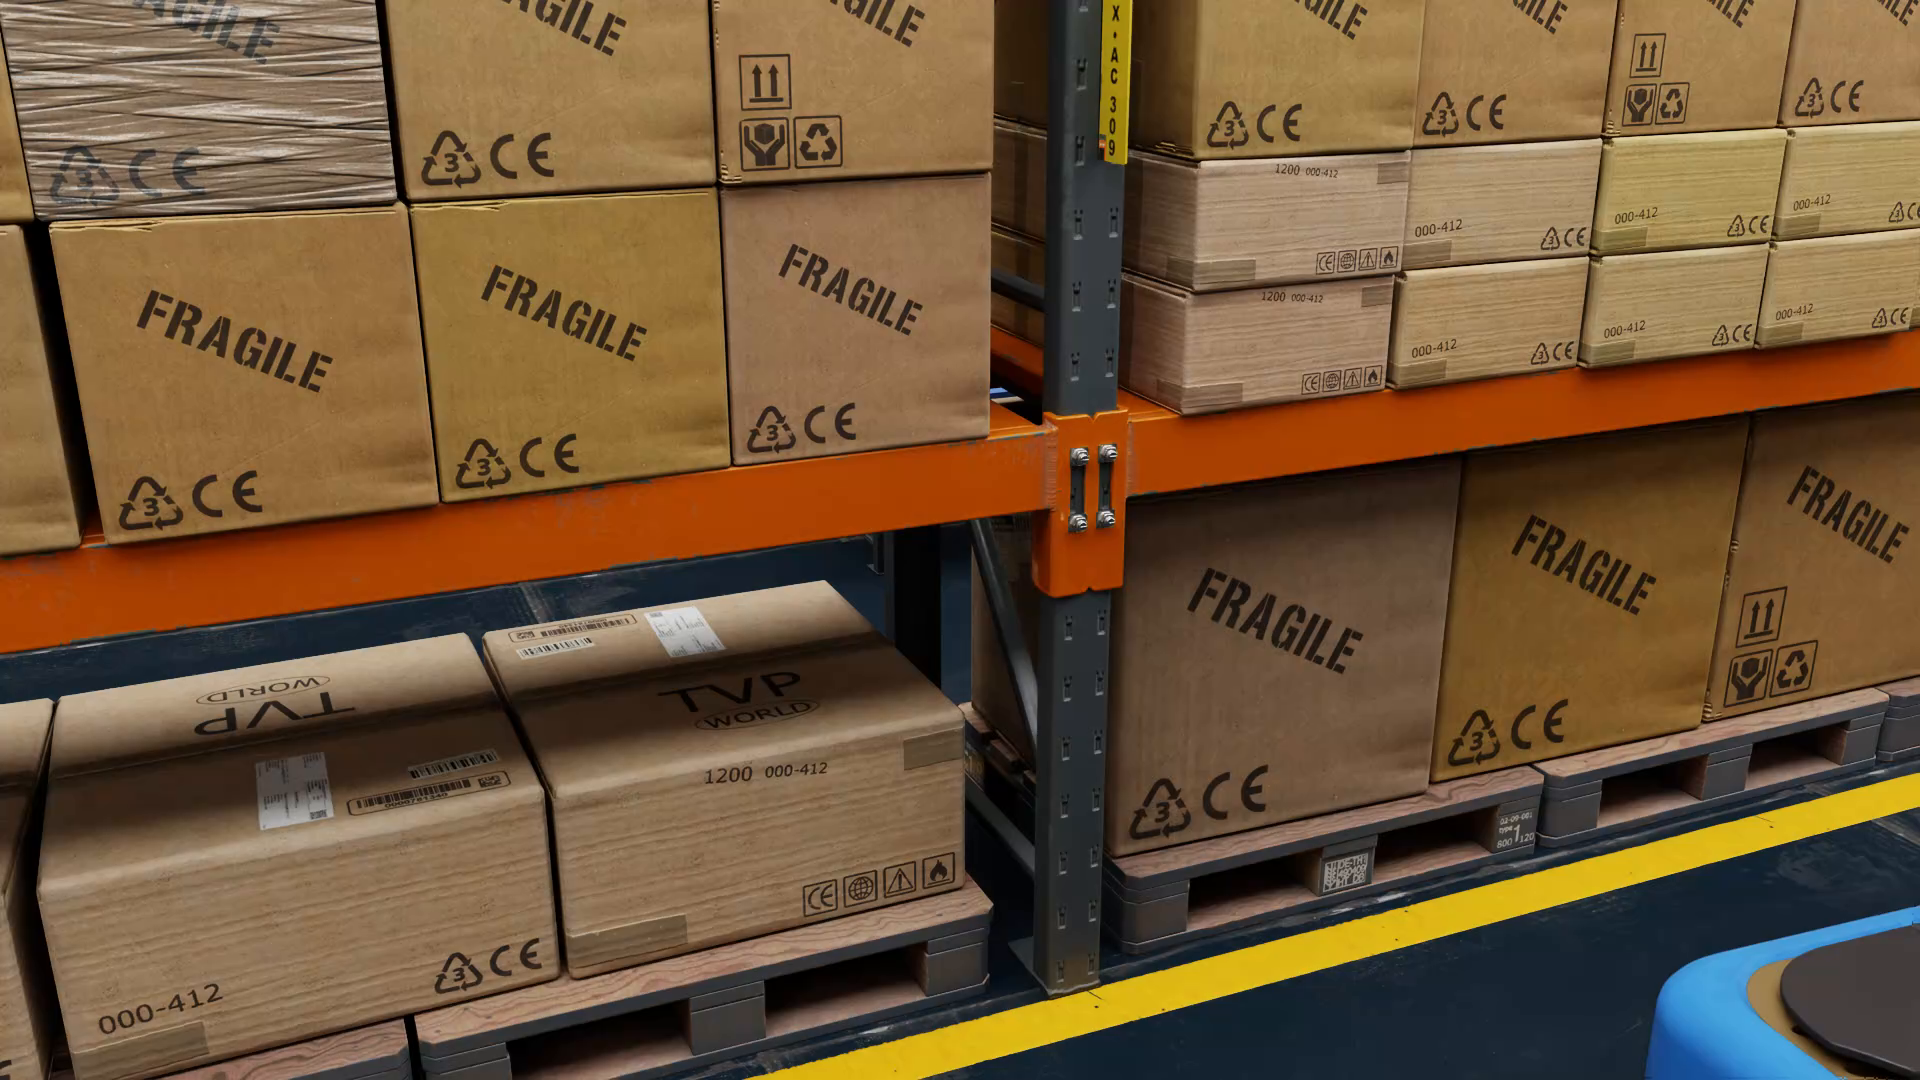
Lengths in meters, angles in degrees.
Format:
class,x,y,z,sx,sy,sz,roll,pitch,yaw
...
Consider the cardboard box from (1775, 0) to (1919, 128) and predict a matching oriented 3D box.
class,x,y,z,sx,sy,sz,roll,pitch,yaw
cardboard box,1.964,-1.264,3.939,0.500,0.500,0.500,-9,21,-23

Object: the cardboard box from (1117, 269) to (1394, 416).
class,x,y,z,sx,sy,sz,roll,pitch,yaw
cardboard box,0.565,-0.471,3.569,0.500,0.250,0.500,-9,21,-23

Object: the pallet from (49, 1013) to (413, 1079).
class,x,y,z,sx,sy,sz,roll,pitch,yaw
pallet,-1.795,0.989,3.395,1.213,0.211,1.003,-8,21,-22

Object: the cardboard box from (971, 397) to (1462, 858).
class,x,y,z,sx,sy,sz,roll,pitch,yaw
cardboard box,0.594,0.134,4.192,0.875,0.875,0.875,-7,21,-20

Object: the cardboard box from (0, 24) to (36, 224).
class,x,y,z,sx,sy,sz,roll,pitch,yaw
cardboard box,-1.664,-0.739,2.449,0.500,0.500,0.500,-8,21,-22

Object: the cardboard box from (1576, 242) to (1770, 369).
class,x,y,z,sx,sy,sz,roll,pitch,yaw
cardboard box,1.516,-0.602,3.941,0.500,0.250,0.500,-8,21,-22

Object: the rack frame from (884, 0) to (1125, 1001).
class,x,y,z,sx,sy,sz,roll,pitch,yaw
rack frame,0.056,-0.564,3.608,0.127,3.000,1.000,-8,21,-22

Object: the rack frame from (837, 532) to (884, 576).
class,x,y,z,sx,sy,sz,roll,pitch,yaw
rack frame,-0.388,-0.652,6.115,0.032,1.500,0.500,-8,21,-22

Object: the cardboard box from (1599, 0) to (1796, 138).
class,x,y,z,sx,sy,sz,roll,pitch,yaw
cardboard box,1.492,-1.194,3.740,0.500,0.500,0.500,-9,21,-23

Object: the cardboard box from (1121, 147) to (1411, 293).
class,x,y,z,sx,sy,sz,roll,pitch,yaw
cardboard box,0.572,-0.701,3.470,0.500,0.250,0.500,-9,21,-23

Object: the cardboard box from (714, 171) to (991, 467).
class,x,y,z,sx,sy,sz,roll,pitch,yaw
cardboard box,-0.268,-0.472,3.197,0.500,0.500,0.500,-8,21,-21

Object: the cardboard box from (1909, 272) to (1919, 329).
class,x,y,z,sx,sy,sz,roll,pitch,yaw
cardboard box,2.436,-0.741,4.335,0.500,0.250,0.500,-8,21,-22

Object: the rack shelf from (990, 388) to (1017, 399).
class,x,y,z,sx,sy,sz,roll,pitch,yaw
rack shelf,0.078,-0.549,6.365,1.000,0.185,0.538,-8,21,-22

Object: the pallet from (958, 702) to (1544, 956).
class,x,y,z,sx,sy,sz,roll,pitch,yaw
pallet,0.735,0.627,4.425,1.213,0.211,1.003,-8,21,-22

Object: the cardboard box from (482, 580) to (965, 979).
class,x,y,z,sx,sy,sz,roll,pitch,yaw
cardboard box,-0.563,0.496,3.822,0.875,0.438,0.875,-8,21,-23

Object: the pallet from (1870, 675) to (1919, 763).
class,x,y,z,sx,sy,sz,roll,pitch,yaw
pallet,2.975,0.306,5.336,1.213,0.211,1.003,-8,21,-22

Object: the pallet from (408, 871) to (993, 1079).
class,x,y,z,sx,sy,sz,roll,pitch,yaw
pallet,-0.673,0.827,3.855,1.213,0.211,1.003,-8,21,-22

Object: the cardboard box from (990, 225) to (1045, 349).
class,x,y,z,sx,sy,sz,roll,pitch,yaw
cardboard box,0.368,-0.629,4.019,0.500,0.250,0.500,-9,21,-23

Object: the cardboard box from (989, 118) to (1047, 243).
class,x,y,z,sx,sy,sz,roll,pitch,yaw
cardboard box,0.365,-0.861,3.925,0.500,0.250,0.500,-8,21,-22

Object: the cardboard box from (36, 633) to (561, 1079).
class,x,y,z,sx,sy,sz,roll,pitch,yaw
cardboard box,-1.384,0.614,3.487,0.875,0.438,0.875,-9,21,-24

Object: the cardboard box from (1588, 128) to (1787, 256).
class,x,y,z,sx,sy,sz,roll,pitch,yaw
cardboard box,1.514,-0.837,3.855,0.500,0.250,0.500,-8,21,-21

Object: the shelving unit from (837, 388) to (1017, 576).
class,x,y,z,sx,sy,sz,roll,pitch,yaw
shelving unit,0.078,-0.719,6.305,1.048,1.500,0.538,-8,21,-22

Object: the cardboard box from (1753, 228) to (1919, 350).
class,x,y,z,sx,sy,sz,roll,pitch,yaw
cardboard box,1.979,-0.665,4.120,0.500,0.250,0.500,-9,21,-23

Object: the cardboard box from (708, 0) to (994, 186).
class,x,y,z,sx,sy,sz,roll,pitch,yaw
cardboard box,-0.267,-0.937,3.010,0.500,0.500,0.500,-8,21,-22

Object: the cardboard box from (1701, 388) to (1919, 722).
class,x,y,z,sx,sy,sz,roll,pitch,yaw
cardboard box,2.241,-0.105,4.870,0.875,0.875,0.875,-8,21,-21

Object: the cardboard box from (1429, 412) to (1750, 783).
class,x,y,z,sx,sy,sz,roll,pitch,yaw
cardboard box,1.420,0.013,4.536,0.875,0.875,0.875,-8,21,-20

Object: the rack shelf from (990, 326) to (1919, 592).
class,x,y,z,sx,sy,sz,roll,pitch,yaw
rack shelf,1.893,-0.488,4.475,4.000,0.370,1.077,-8,21,-22

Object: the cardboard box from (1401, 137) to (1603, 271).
class,x,y,z,sx,sy,sz,roll,pitch,yaw
cardboard box,1.040,-0.778,3.689,0.500,0.250,0.500,-8,21,-21

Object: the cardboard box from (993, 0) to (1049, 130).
class,x,y,z,sx,sy,sz,roll,pitch,yaw
cardboard box,0.367,-1.218,3.810,0.500,0.500,0.500,-7,21,-20

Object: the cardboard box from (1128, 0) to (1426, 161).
class,x,y,z,sx,sy,sz,roll,pitch,yaw
cardboard box,0.574,-1.053,3.341,0.500,0.500,0.500,-8,21,-21

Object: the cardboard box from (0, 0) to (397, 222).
class,x,y,z,sx,sy,sz,roll,pitch,yaw
cardboard box,-1.200,-0.803,2.629,0.500,0.500,0.500,-8,21,-21

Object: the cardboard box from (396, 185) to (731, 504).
class,x,y,z,sx,sy,sz,roll,pitch,yaw
cardboard box,-0.738,-0.403,3.000,0.500,0.500,0.500,-9,21,-23

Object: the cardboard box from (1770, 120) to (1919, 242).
class,x,y,z,sx,sy,sz,roll,pitch,yaw
cardboard box,1.977,-0.904,4.045,0.500,0.250,0.500,-9,21,-24

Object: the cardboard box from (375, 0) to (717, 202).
class,x,y,z,sx,sy,sz,roll,pitch,yaw
cardboard box,-0.737,-0.872,2.827,0.500,0.500,0.500,-8,21,-23

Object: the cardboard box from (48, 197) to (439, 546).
class,x,y,z,sx,sy,sz,roll,pitch,yaw
cardboard box,-1.194,-0.332,2.799,0.500,0.500,0.500,-8,21,-23

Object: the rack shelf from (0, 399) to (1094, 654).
class,x,y,z,sx,sy,sz,roll,pitch,yaw
rack shelf,-1.780,0.038,2.980,4.000,0.370,1.077,-8,21,-22

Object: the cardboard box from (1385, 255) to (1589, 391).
class,x,y,z,sx,sy,sz,roll,pitch,yaw
cardboard box,1.040,-0.539,3.763,0.500,0.250,0.500,-9,21,-23

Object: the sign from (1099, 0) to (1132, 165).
class,x,y,z,sx,sy,sz,roll,pitch,yaw
sign,0.278,-0.841,2.971,0.005,0.325,0.100,-8,21,-22

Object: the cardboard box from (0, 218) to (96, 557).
class,x,y,z,sx,sy,sz,roll,pitch,yaw
cardboard box,-1.681,-0.268,2.617,0.500,0.500,0.500,-7,21,-20

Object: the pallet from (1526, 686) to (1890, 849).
class,x,y,z,sx,sy,sz,roll,pitch,yaw
pallet,1.857,0.465,4.884,1.213,0.211,1.003,-8,21,-22

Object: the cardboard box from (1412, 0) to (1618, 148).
class,x,y,z,sx,sy,sz,roll,pitch,yaw
cardboard box,1.030,-1.129,3.555,0.500,0.500,0.500,-8,21,-22

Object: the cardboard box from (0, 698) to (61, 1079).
class,x,y,z,sx,sy,sz,roll,pitch,yaw
cardboard box,-2.213,0.732,3.152,0.875,0.438,0.875,-8,21,-20
